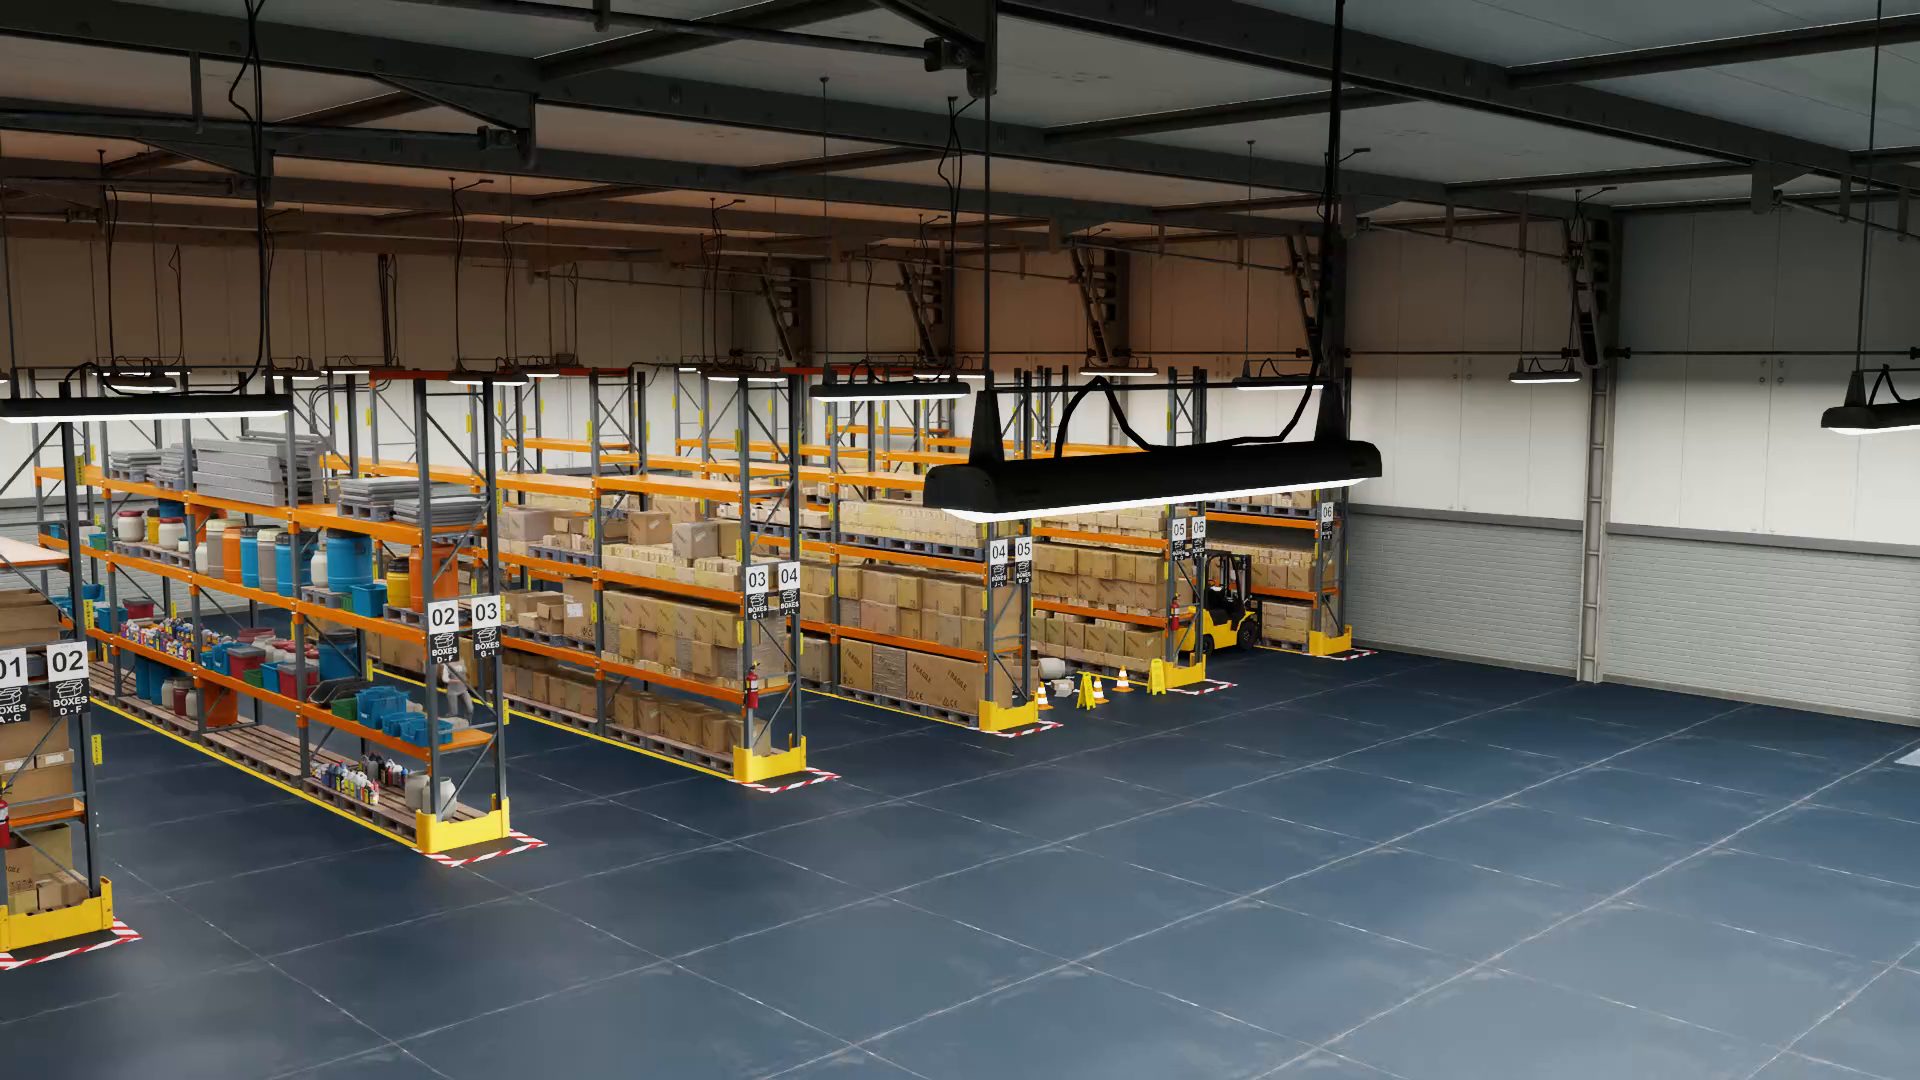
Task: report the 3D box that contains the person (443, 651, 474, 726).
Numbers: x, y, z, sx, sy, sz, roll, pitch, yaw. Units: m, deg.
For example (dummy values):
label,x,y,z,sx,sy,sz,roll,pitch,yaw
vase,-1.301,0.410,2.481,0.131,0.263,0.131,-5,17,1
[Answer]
label,x,y,z,sx,sy,sz,roll,pitch,yaw
person,-8.179,2.503,27.021,0.732,1.625,0.541,6,9,41
